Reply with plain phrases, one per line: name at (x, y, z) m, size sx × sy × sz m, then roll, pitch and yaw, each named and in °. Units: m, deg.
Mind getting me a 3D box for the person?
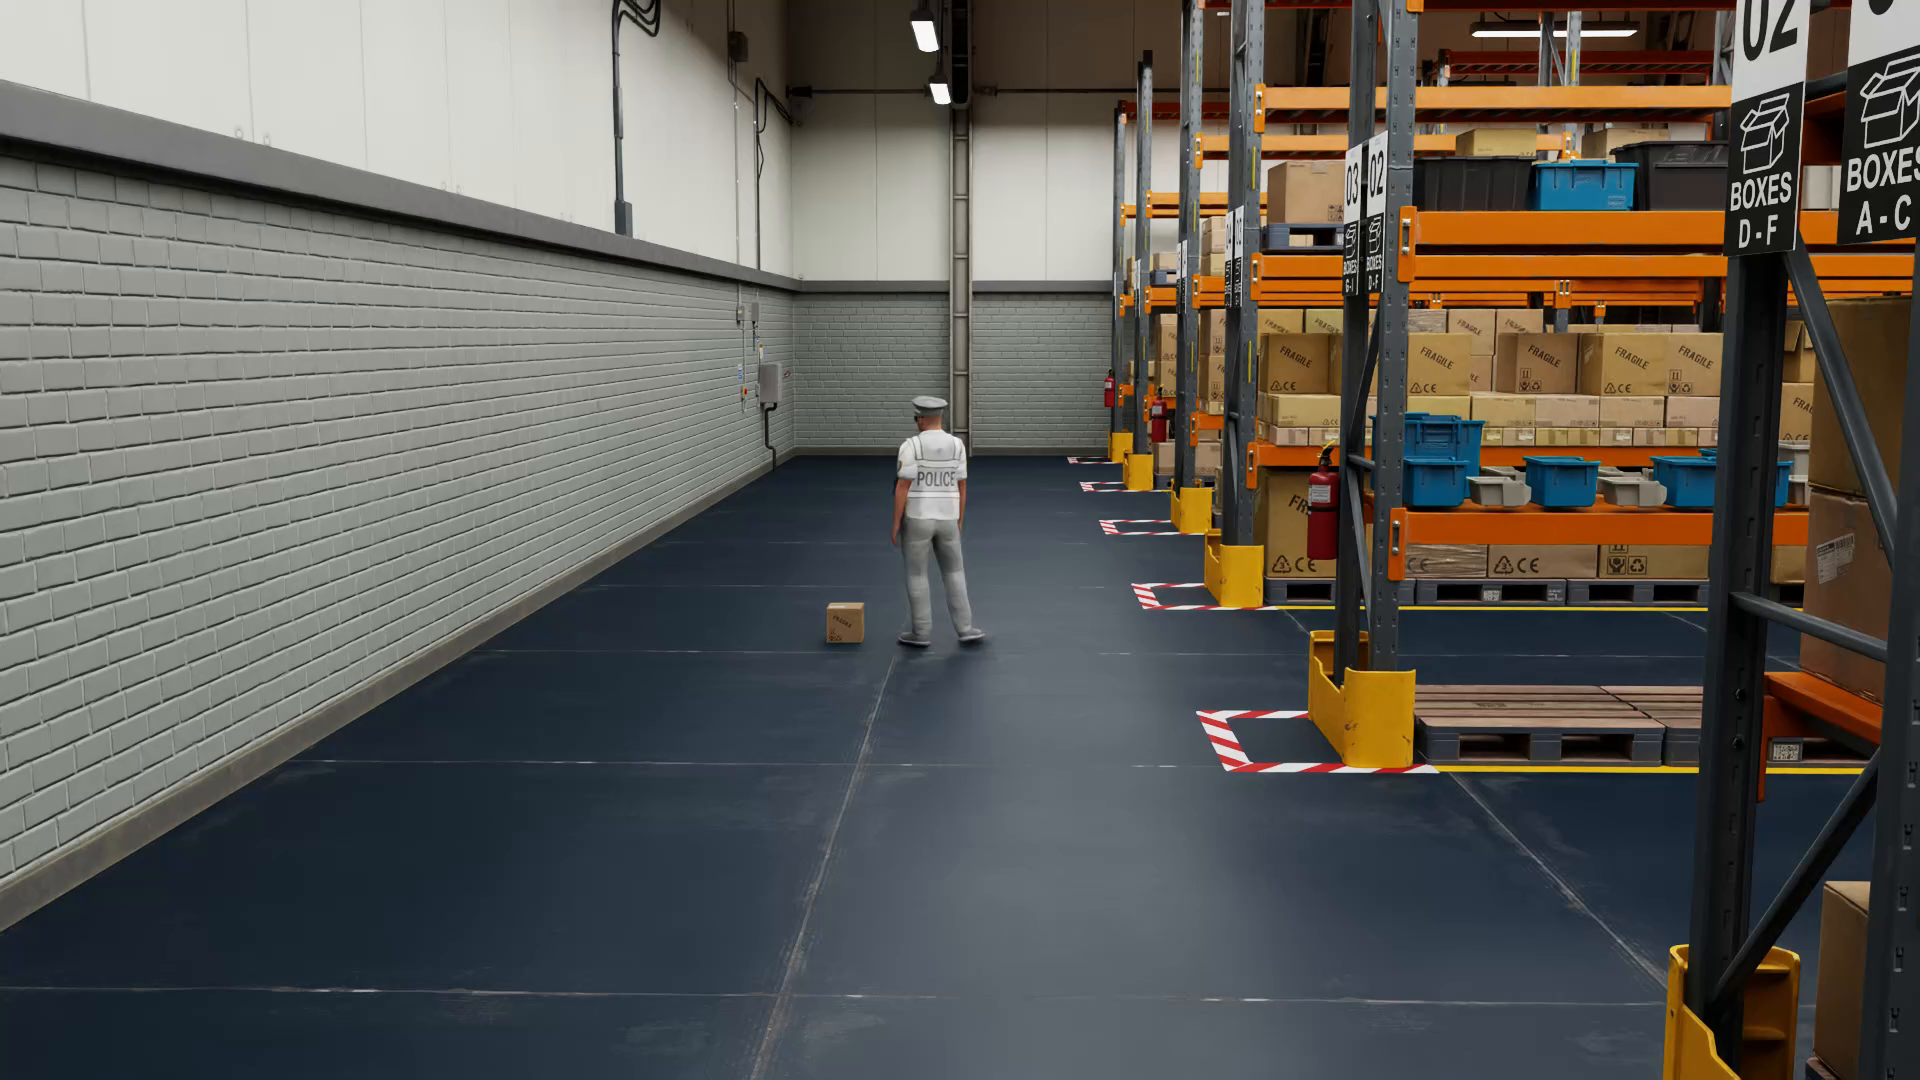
person at (-0.164, -0.137, 11.753) m, size 0.708 × 1.757 × 0.399 m, roll -3°, pitch 8°, yaw -24°
